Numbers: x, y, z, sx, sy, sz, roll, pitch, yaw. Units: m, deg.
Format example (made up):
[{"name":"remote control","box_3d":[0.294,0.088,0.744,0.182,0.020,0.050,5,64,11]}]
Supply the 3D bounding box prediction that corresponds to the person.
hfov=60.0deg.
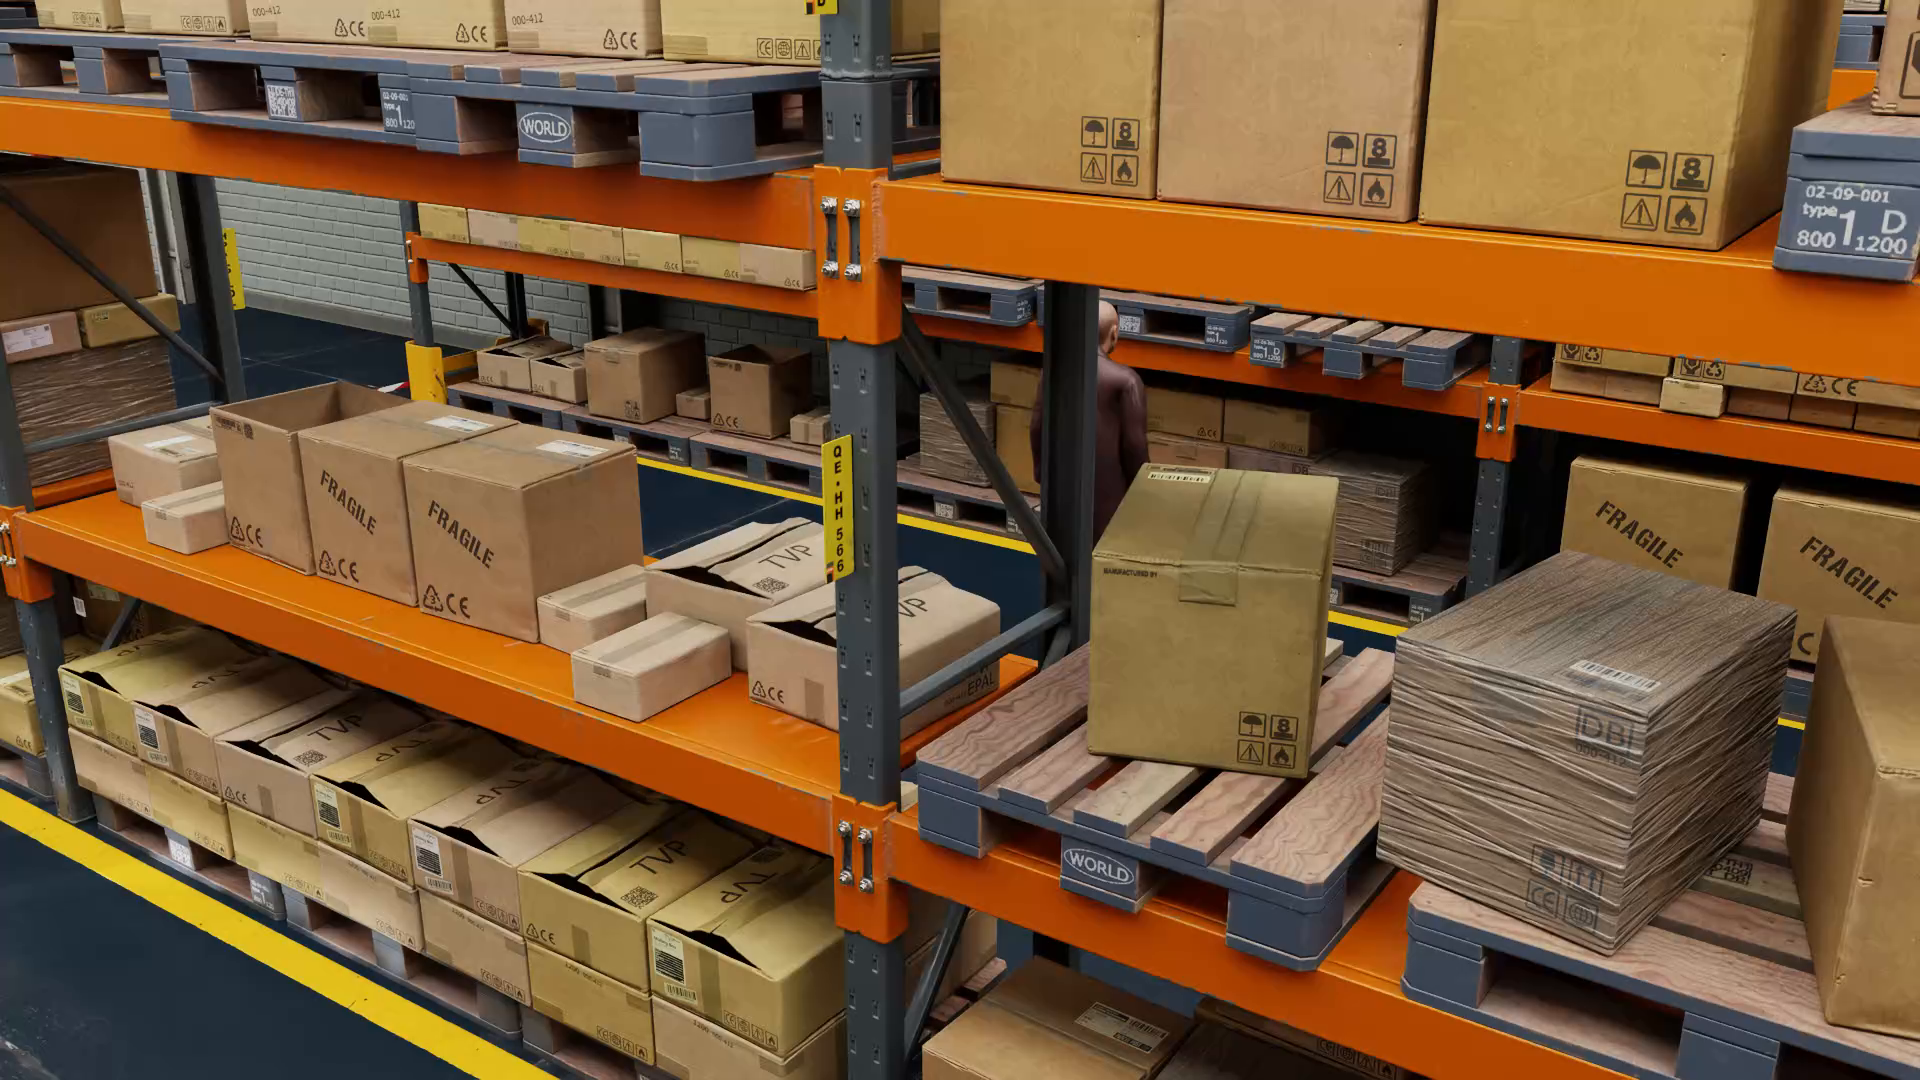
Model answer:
[{"name":"person","box_3d":[0.618,-0.222,7.718,0.644,1.774,0.426,13,23,32]}]
